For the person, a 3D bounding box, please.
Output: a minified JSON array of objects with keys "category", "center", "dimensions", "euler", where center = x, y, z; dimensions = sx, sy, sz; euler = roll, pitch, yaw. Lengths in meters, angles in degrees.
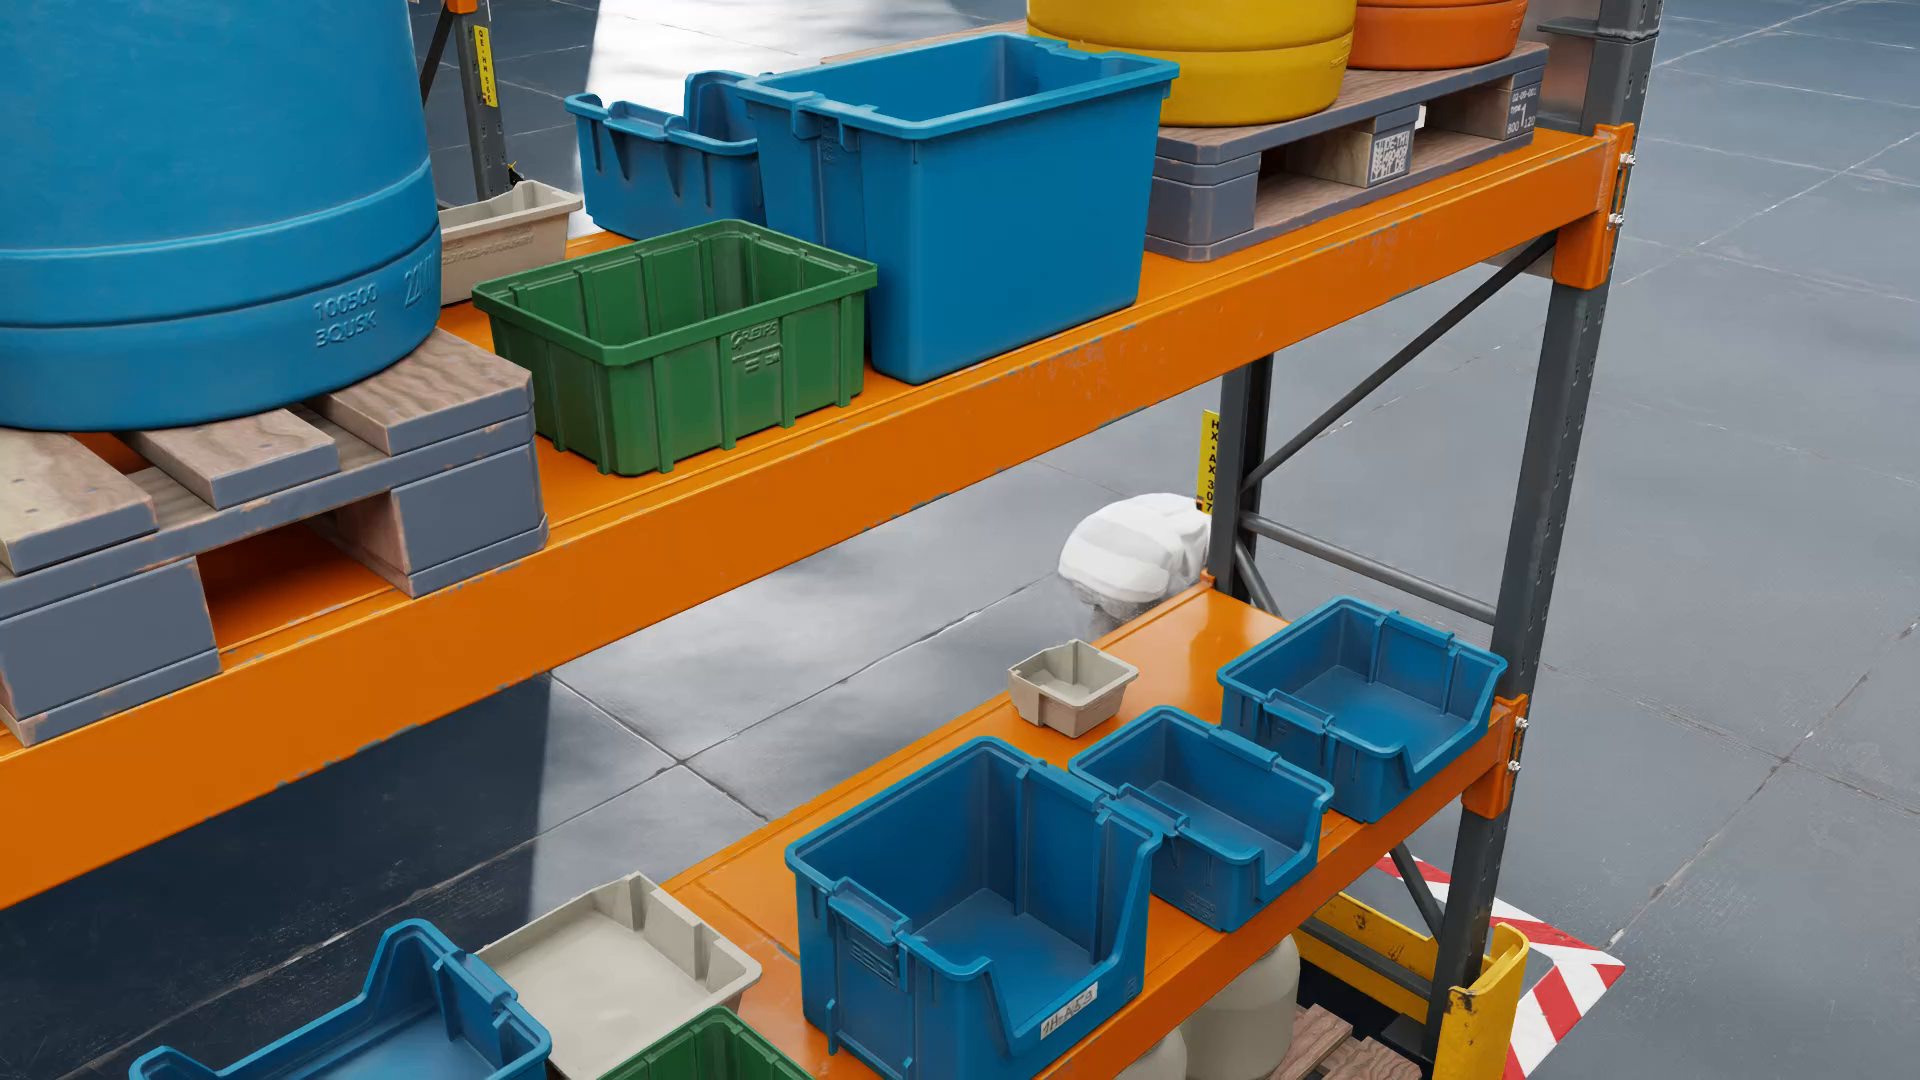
[{"category":"person","center":[0.785,0.236,6.532],"dimensions":[0.529,0.959,0.981],"euler":[22,35,36]}]
